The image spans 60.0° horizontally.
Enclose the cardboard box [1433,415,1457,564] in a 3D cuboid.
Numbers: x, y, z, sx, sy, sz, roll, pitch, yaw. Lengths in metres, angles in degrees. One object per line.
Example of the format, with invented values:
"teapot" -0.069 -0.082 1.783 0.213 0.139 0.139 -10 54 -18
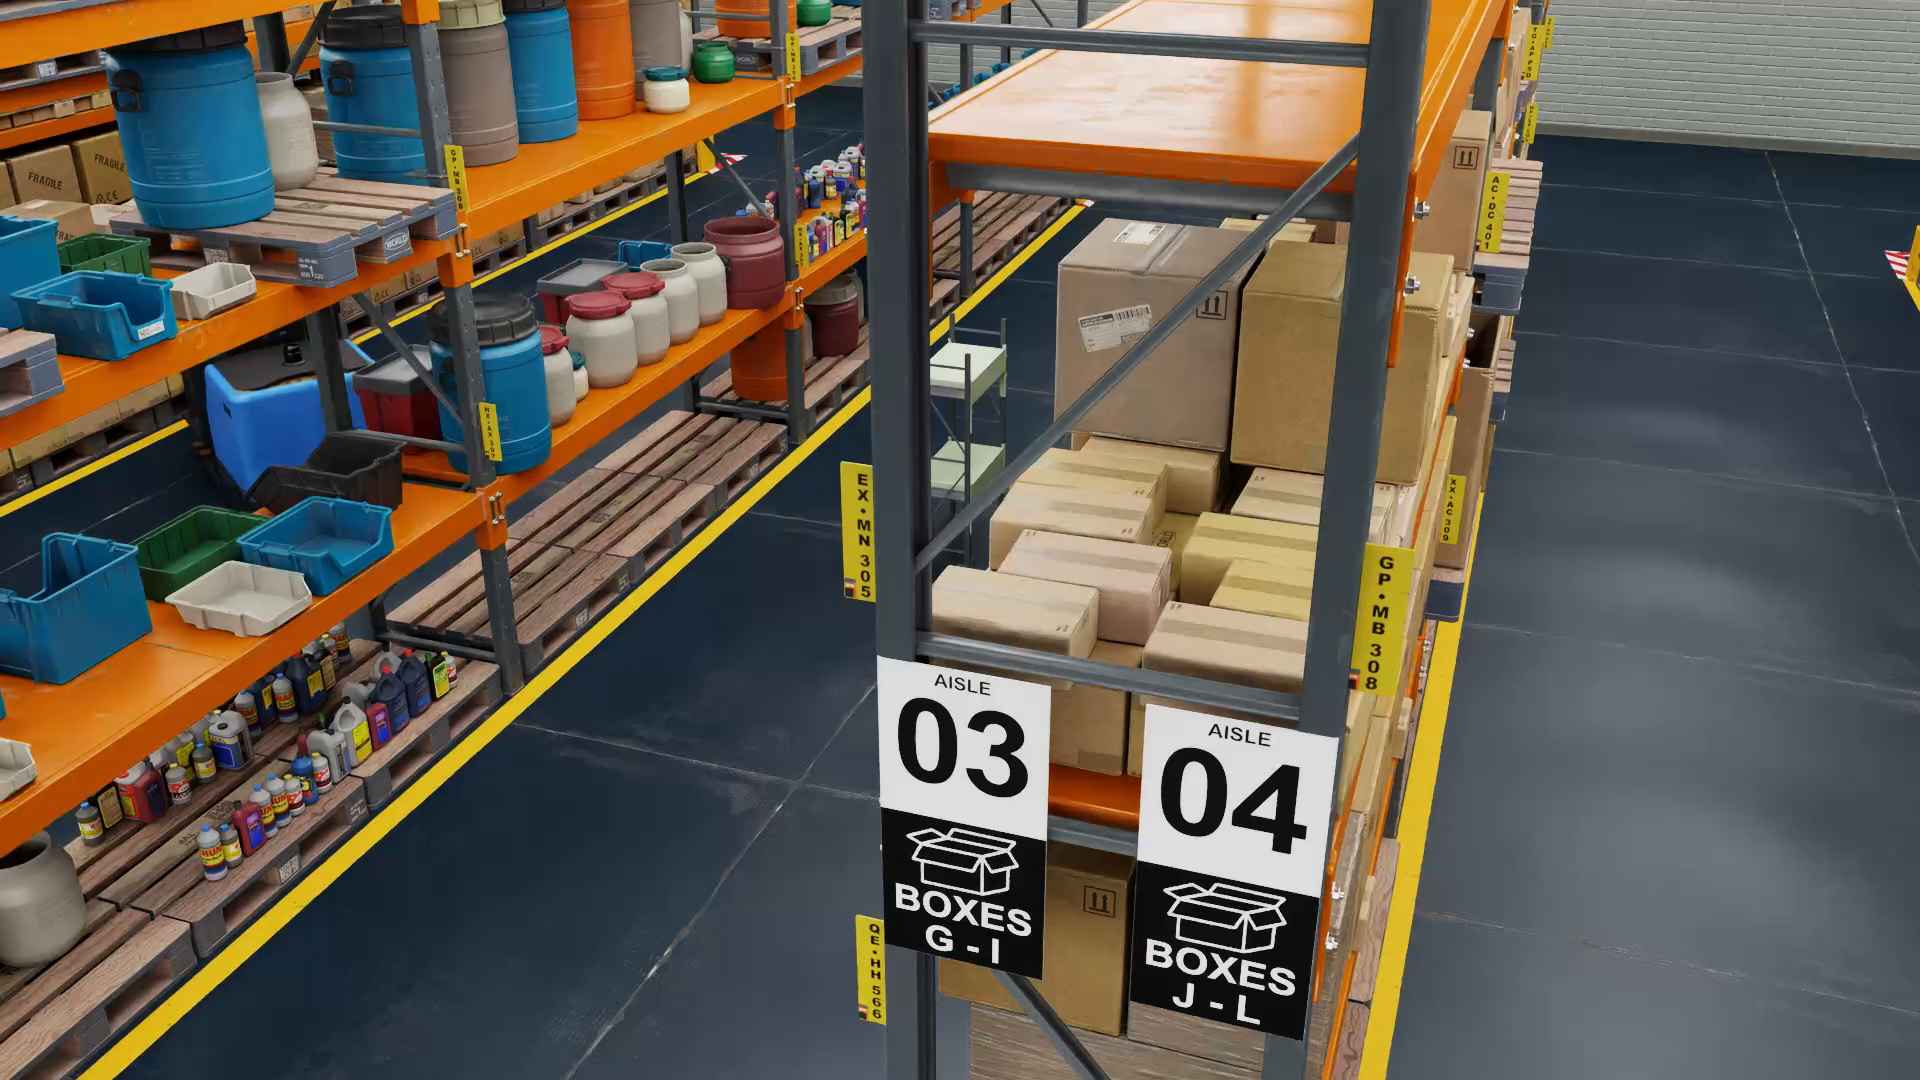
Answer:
"cardboard box" 1.750 -0.224 6.891 0.500 0.500 0.500 9 27 17

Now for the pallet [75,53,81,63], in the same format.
"pallet" -6.511 -3.875 12.810 1.213 0.211 1.003 10 28 20

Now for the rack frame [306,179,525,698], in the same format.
"rack frame" -3.030 -0.538 9.143 1.000 3.000 0.127 9 27 17

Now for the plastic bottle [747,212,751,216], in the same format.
"plastic bottle" -1.737 -2.580 13.589 0.097 0.201 0.097 0 26 0

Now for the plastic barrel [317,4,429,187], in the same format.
"plastic barrel" -3.066 -2.355 8.877 0.600 0.901 0.708 9 27 17

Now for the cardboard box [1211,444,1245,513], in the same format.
"cardboard box" 0.572 -0.109 4.986 0.500 0.250 0.500 9 27 19

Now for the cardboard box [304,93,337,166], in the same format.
"cardboard box" -5.781 -3.759 15.199 0.700 0.500 0.500 14 29 27

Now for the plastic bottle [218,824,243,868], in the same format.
"plastic bottle" -3.430 1.424 7.796 0.097 0.201 0.097 0 26 0

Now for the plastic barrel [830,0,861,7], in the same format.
"plastic barrel" -0.792 -4.867 13.585 0.600 0.901 0.708 9 27 17

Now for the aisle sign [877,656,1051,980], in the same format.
"aisle sign" 0.006 0.636 3.736 0.394 0.787 0.004 9 27 17

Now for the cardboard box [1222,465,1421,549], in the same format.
"cardboard box" 1.048 -0.035 4.834 0.500 0.250 0.500 9 27 17

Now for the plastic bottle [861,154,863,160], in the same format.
"plastic bottle" -0.958 -3.543 15.577 0.097 0.201 0.097 0 26 0

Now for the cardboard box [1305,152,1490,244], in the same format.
"cardboard box" 1.890 -1.584 7.262 0.797 0.503 0.637 7 27 15

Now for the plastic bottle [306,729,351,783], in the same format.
"plastic bottle" -3.202 1.074 8.434 0.152 0.276 0.135 9 27 18

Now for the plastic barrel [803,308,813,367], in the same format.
"plastic barrel" -1.449 -1.700 13.916 0.421 0.512 0.421 0 26 0

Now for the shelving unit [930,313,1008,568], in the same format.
"shelving unit" -0.002 -0.672 11.141 0.431 1.500 0.755 9 27 17

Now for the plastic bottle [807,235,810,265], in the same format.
"plastic bottle" -1.250 -2.257 12.836 0.152 0.276 0.135 9 27 17

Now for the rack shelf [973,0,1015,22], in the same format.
"rack shelf" 0.297 -5.674 17.134 1.077 0.370 4.000 9 27 17

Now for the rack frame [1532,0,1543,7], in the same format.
"rack frame" 4.302 -5.808 13.143 1.000 3.000 0.127 9 27 17

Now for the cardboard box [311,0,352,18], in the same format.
"cardboard box" -5.913 -4.905 14.604 0.910 0.500 0.500 9 27 17

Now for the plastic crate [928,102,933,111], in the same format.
"plastic crate" -0.534 -4.087 16.422 0.392 0.384 0.575 9 27 17

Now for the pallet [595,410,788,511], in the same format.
"pallet" -1.994 -0.614 12.500 1.003 0.211 1.213 9 27 17

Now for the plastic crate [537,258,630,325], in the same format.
"plastic crate" -2.526 -1.591 11.245 0.402 0.464 0.583 9 27 17

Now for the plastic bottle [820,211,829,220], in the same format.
"plastic bottle" -1.089 -2.498 13.338 0.097 0.271 0.097 0 26 0

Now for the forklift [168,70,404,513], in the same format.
"forklift" -5.226 -1.947 12.131 1.130 2.935 3.031 -17 31 -31

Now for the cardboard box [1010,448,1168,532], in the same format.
"cardboard box" 0.353 -0.123 4.557 0.380 0.149 0.250 9 27 18

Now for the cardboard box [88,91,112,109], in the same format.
"cardboard box" -9.618 -4.871 18.358 0.380 0.149 0.250 9 27 18

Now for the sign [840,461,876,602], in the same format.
"sign" -0.207 -0.014 3.602 0.100 0.325 0.005 9 27 17

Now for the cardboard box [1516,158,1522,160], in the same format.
"cardboard box" 4.404 -2.921 13.950 0.500 0.500 0.500 9 27 18

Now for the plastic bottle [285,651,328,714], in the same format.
"plastic bottle" -3.554 0.748 9.021 0.144 0.351 0.185 9 27 17

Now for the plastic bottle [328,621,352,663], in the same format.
"plastic bottle" -3.550 0.559 9.503 0.097 0.271 0.097 0 26 0

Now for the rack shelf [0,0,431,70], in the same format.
"rack shelf" -3.696 -1.913 6.383 1.077 0.370 4.000 9 27 17

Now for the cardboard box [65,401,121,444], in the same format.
"cardboard box" -6.821 -0.972 12.711 0.500 0.250 0.500 9 27 18

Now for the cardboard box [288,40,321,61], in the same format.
"cardboard box" -8.771 -6.530 21.174 0.980 0.700 0.700 9 27 17

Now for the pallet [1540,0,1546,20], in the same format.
"pallet" 4.585 -4.753 14.507 1.003 0.211 1.213 9 27 17

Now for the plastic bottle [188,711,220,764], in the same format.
"plastic bottle" -3.895 0.980 8.543 0.144 0.351 0.185 9 27 17

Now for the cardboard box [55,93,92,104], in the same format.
"cardboard box" -9.787 -5.013 17.907 0.500 0.500 0.500 9 27 18

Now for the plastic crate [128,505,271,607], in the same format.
"plastic crate" -3.748 0.074 8.122 0.450 0.188 0.662 9 27 17

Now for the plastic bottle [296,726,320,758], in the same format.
"plastic bottle" -3.303 1.055 8.464 0.061 0.283 0.133 9 27 17

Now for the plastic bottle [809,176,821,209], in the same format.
"plastic bottle" -1.260 -3.013 14.401 0.097 0.271 0.097 0 26 0

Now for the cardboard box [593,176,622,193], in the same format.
"cardboard box" -4.418 -4.393 19.465 0.797 0.503 0.637 9 27 17

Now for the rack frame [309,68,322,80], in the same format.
"rack frame" -8.380 -6.906 22.296 1.000 3.000 0.127 9 27 17

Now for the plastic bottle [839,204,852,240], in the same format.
"plastic bottle" -0.932 -2.594 13.523 0.061 0.283 0.133 9 27 17

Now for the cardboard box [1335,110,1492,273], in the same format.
"cardboard box" 1.731 -1.352 6.352 0.500 0.500 0.500 8 27 16

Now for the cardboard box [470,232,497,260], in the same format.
"cardboard box" -5.104 -3.172 16.947 0.500 0.500 0.500 9 27 18

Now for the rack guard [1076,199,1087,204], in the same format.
"rack guard" 0.959 -4.356 19.898 1.175 0.500 0.348 9 27 17

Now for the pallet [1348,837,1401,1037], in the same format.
"pallet" 1.450 1.716 7.687 1.003 0.211 1.213 9 27 17

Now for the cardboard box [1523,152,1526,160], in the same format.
"cardboard box" 5.145 -3.601 15.757 0.380 0.149 0.250 9 27 18

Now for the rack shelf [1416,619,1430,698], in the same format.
"rack shelf" 2.306 -0.318 9.514 1.077 0.370 4.000 9 27 17

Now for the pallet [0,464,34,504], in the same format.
"pallet" -7.492 -0.312 11.875 1.003 0.211 1.213 9 27 17

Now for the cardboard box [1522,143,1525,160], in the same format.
"cardboard box" 4.876 -3.533 15.159 0.500 0.250 0.500 9 27 17

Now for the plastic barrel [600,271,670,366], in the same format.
"plastic barrel" -2.117 -1.440 10.850 0.433 0.535 0.433 0 26 0

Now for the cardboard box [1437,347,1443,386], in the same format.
"cardboard box" 1.371 -0.564 5.470 0.380 0.149 0.250 10 28 20
